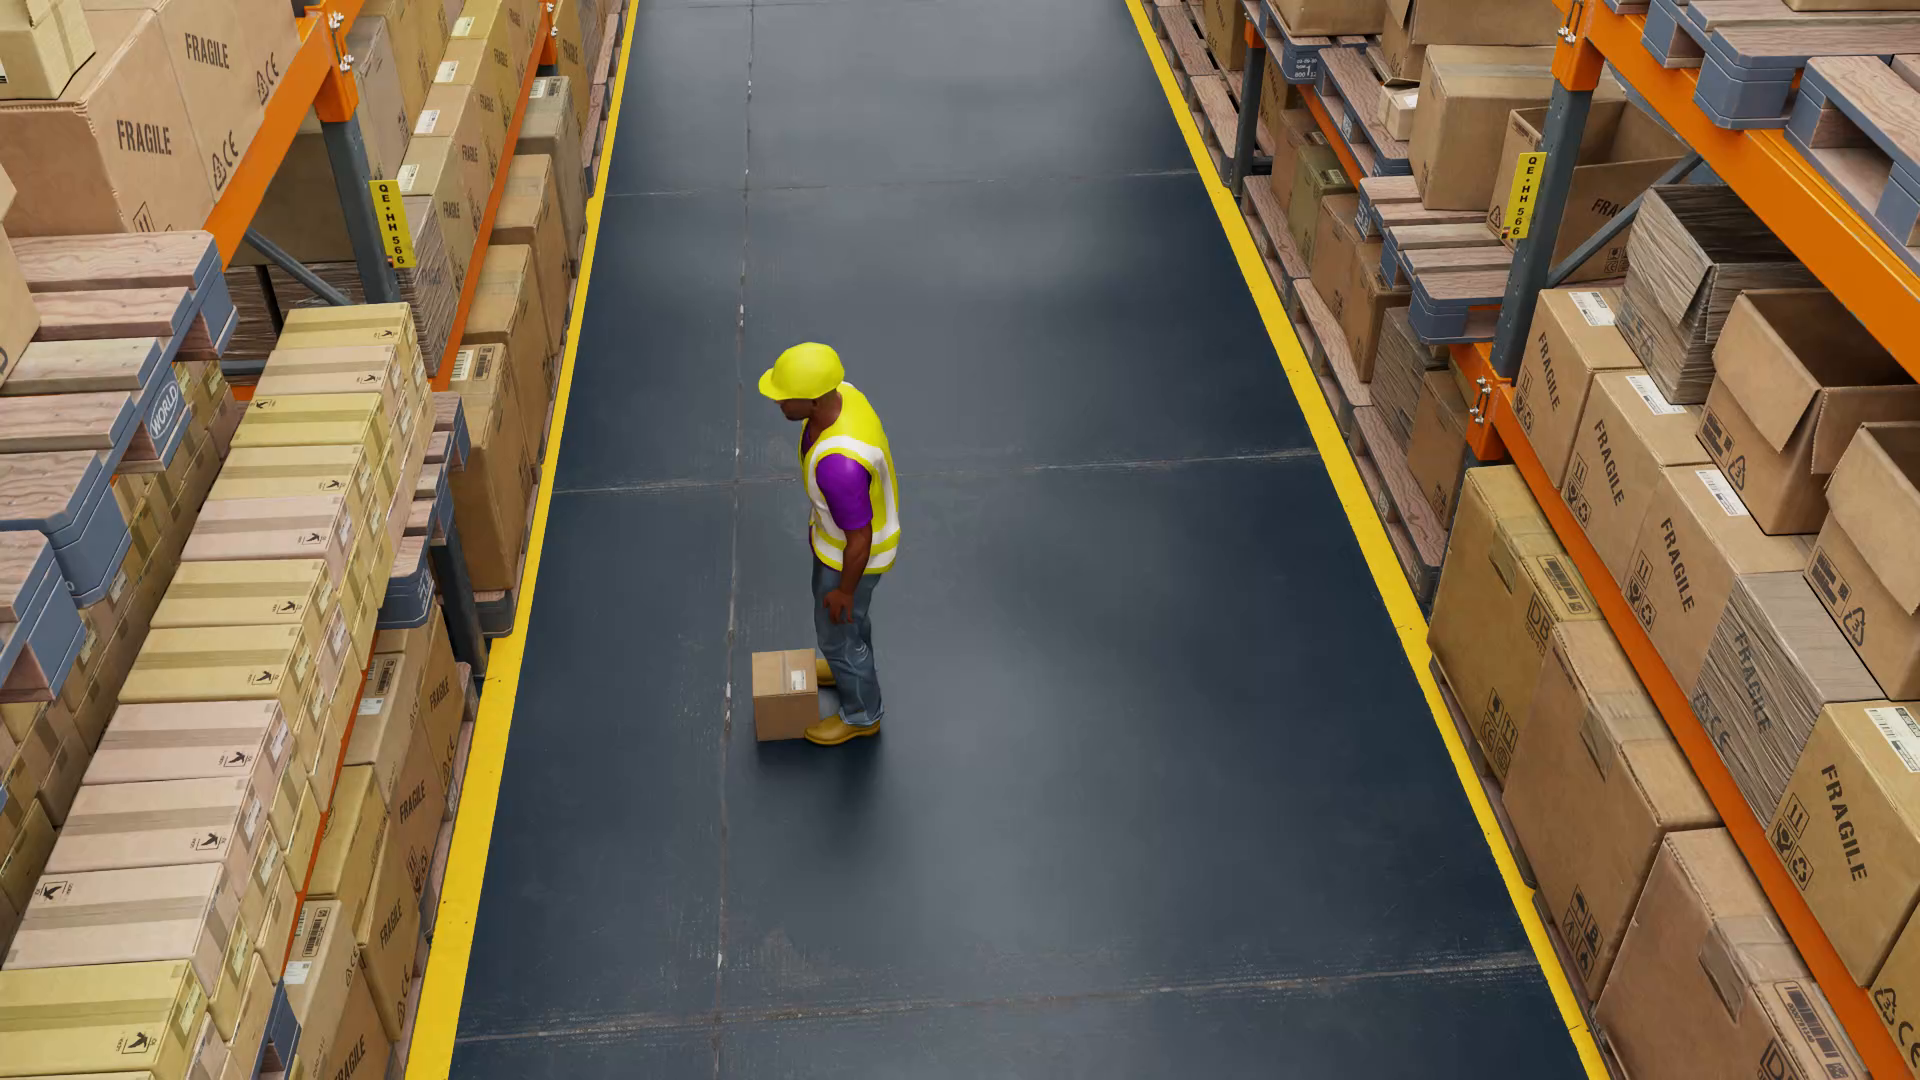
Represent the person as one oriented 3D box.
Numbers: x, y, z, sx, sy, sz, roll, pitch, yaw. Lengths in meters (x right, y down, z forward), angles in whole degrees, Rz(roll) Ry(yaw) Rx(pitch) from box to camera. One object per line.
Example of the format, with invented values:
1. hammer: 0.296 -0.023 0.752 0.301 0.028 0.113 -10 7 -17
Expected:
1. person: -0.456 0.013 6.125 0.462 1.759 0.632 -5 39 -7
